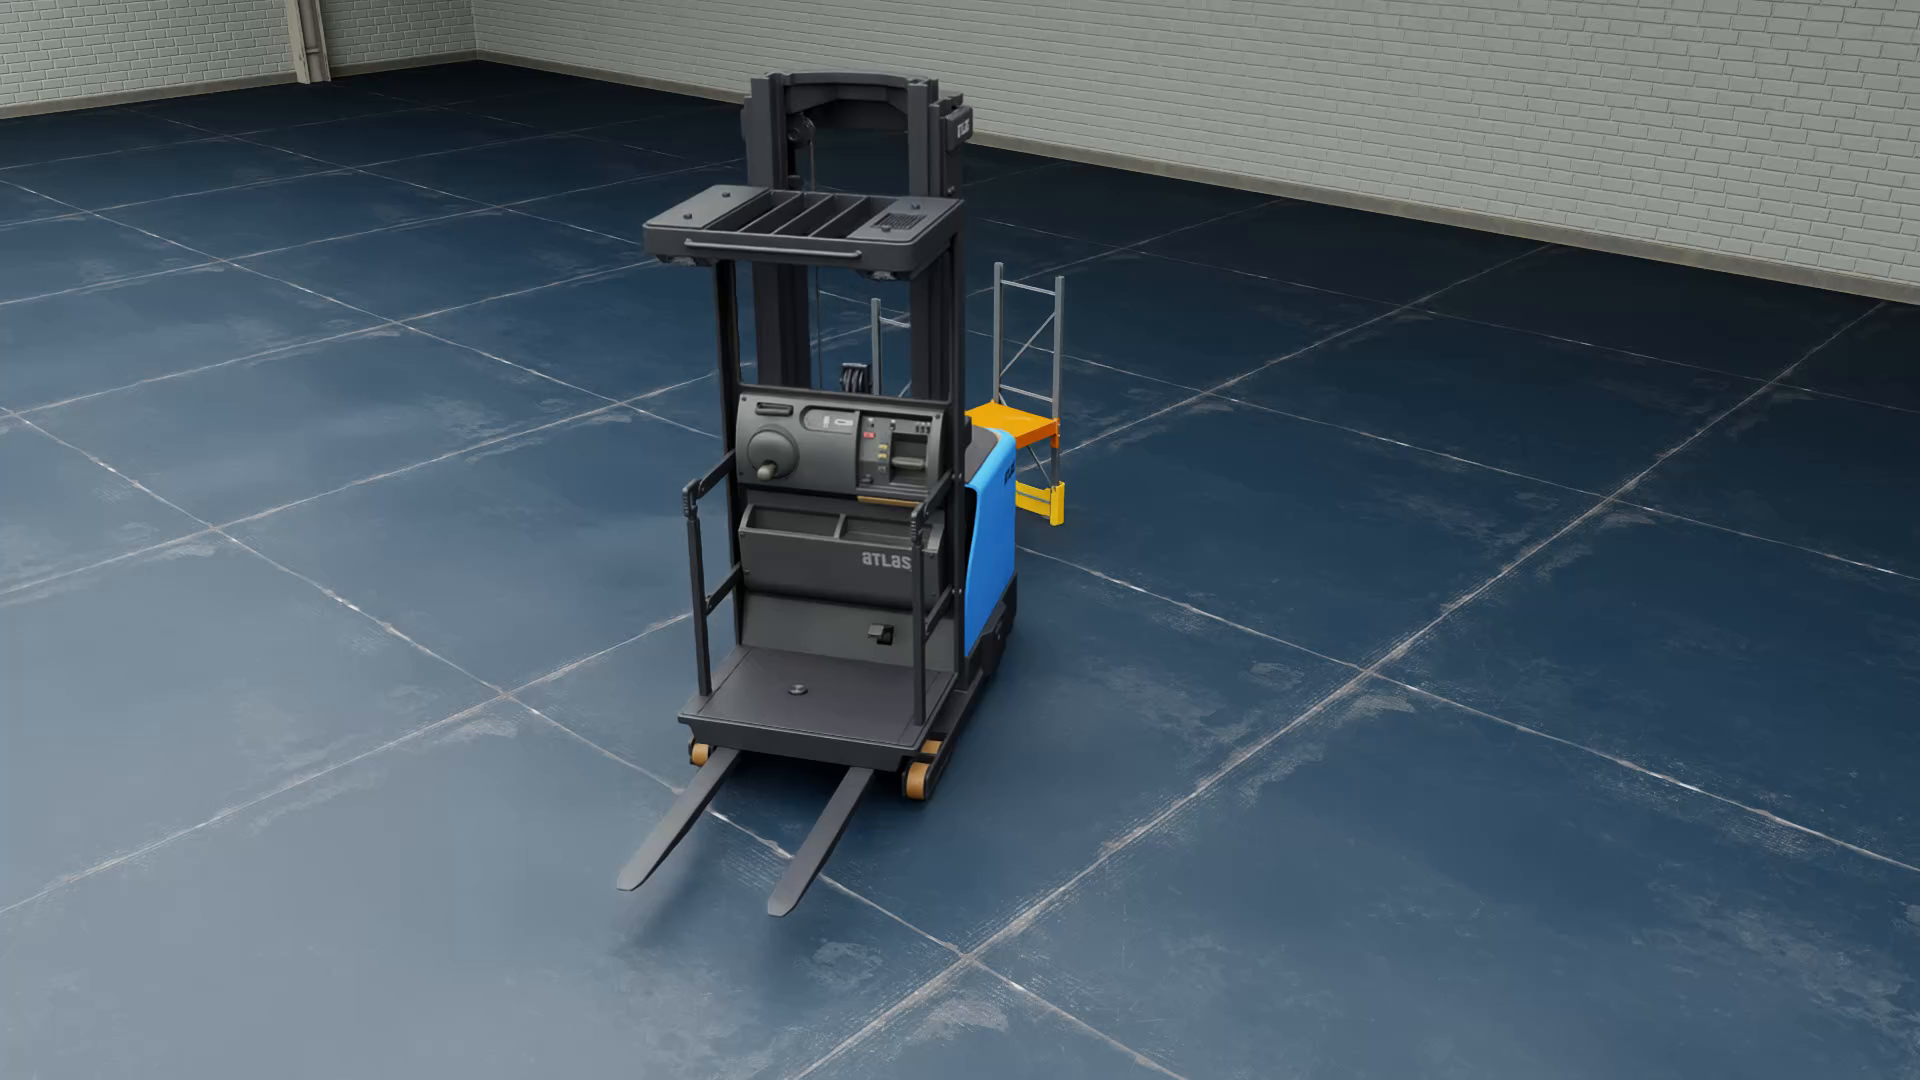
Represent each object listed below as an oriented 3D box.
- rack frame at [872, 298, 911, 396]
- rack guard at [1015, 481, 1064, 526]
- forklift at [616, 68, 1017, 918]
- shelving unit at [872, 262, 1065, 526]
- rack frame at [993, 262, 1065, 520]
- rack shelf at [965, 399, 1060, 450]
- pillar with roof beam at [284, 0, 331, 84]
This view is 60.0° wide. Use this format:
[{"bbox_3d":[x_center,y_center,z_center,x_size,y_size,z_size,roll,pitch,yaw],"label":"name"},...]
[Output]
[{"bbox_3d":[-0.282,-0.555,9.156,0.500,1.500,0.032,20,31,38],"label":"rack frame"},{"bbox_3d":[0.383,-0.289,10.089,0.587,0.250,0.087,20,31,38],"label":"rack guard"},{"bbox_3d":[-0.581,-0.382,7.020,1.130,2.935,3.031,6,25,14],"label":"forklift"},{"bbox_3d":[0.051,-0.708,9.495,0.587,1.500,1.083,20,31,38],"label":"shelving unit"},{"bbox_3d":[0.396,-0.865,9.847,0.500,1.500,0.032,20,31,38],"label":"rack frame"},{"bbox_3d":[0.057,-0.546,9.575,0.538,0.185,1.000,20,31,38],"label":"rack shelf"},{"bbox_3d":[-6.638,-9.924,20.885,9.100,9.000,0.400,20,31,38],"label":"pillar with roof beam"}]
